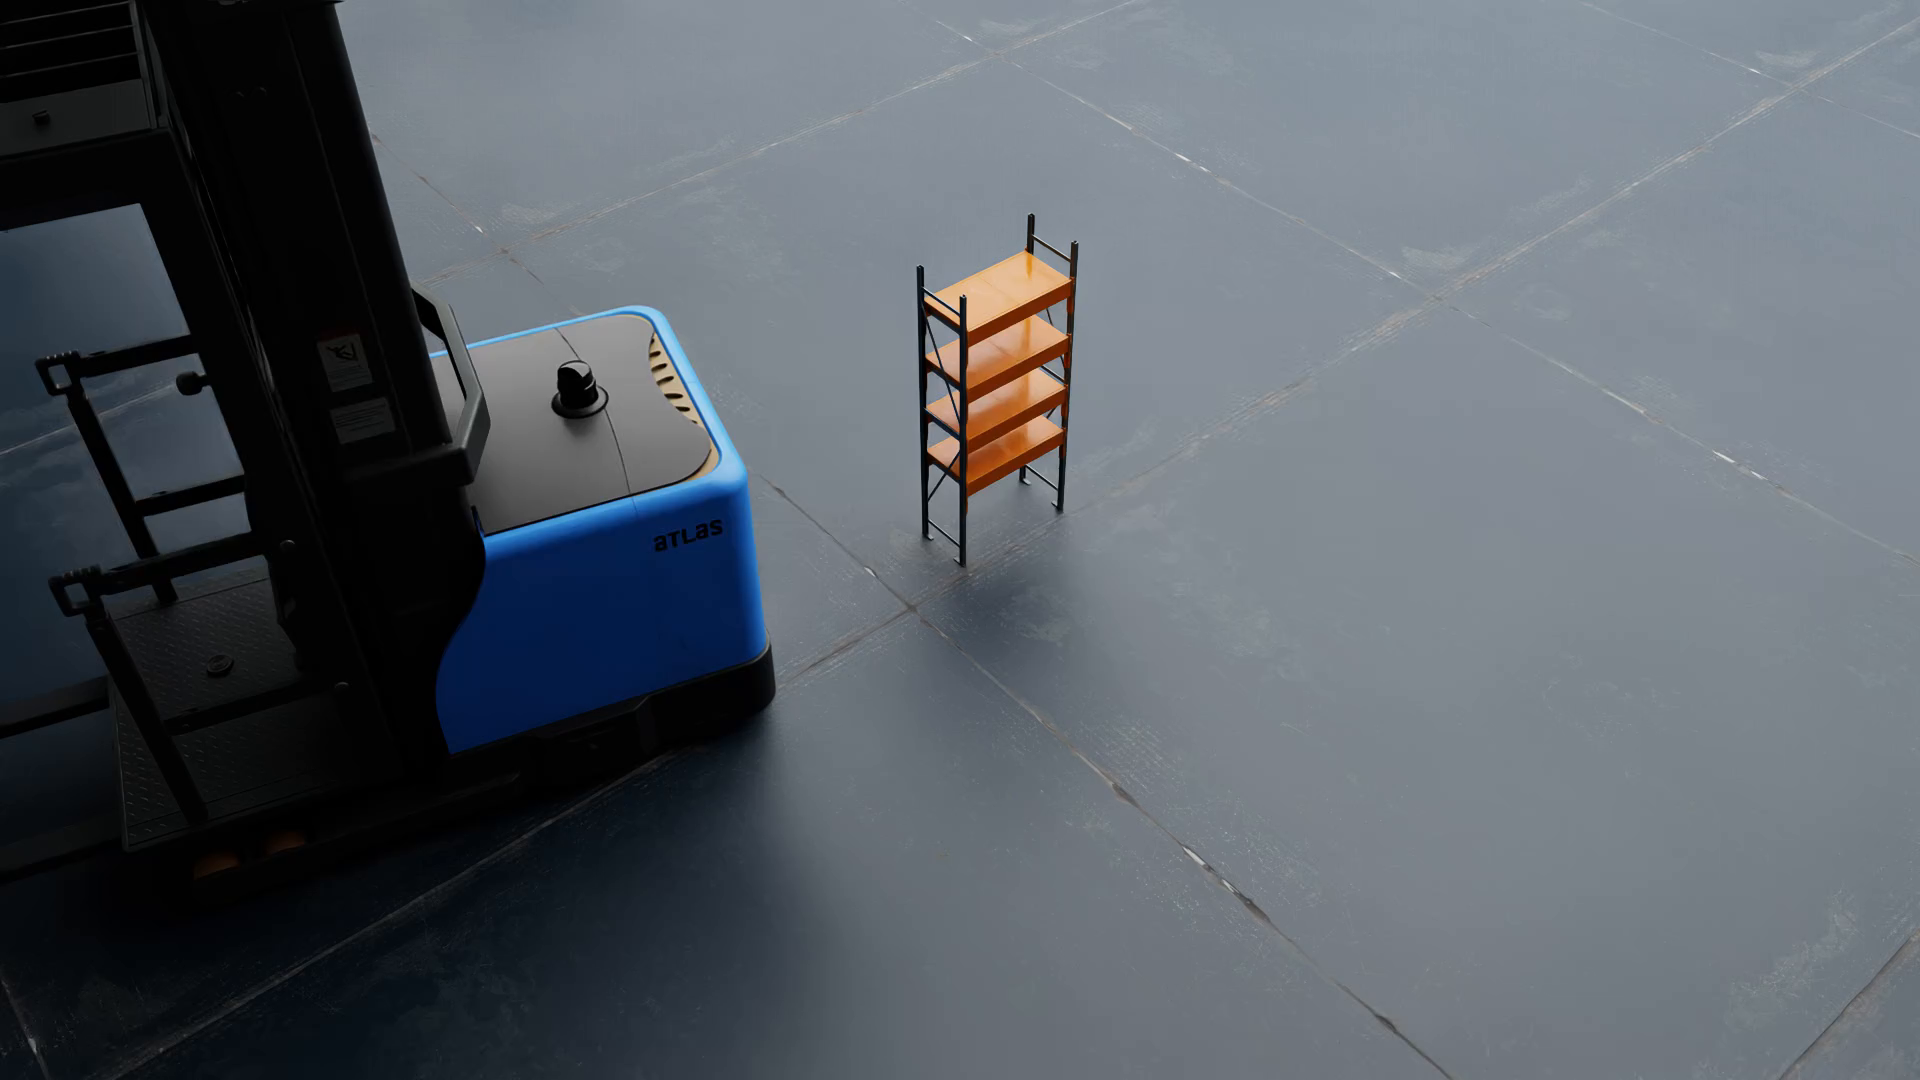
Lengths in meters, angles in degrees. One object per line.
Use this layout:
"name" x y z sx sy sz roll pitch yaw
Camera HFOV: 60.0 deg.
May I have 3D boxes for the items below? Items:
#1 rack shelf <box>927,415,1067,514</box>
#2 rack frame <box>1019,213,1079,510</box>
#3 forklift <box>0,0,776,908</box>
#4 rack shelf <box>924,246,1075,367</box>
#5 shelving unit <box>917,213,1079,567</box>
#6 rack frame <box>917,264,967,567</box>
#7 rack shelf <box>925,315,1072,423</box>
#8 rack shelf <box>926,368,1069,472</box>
"rack shelf" 0.127 -0.316 6.099 0.480 0.148 0.258 -30 51 -28
"rack frame" 0.314 -0.617 6.031 0.015 1.200 0.240 -30 51 -28
"forklift" -2.184 -0.378 4.511 3.031 2.935 1.130 -17 46 -17
"rack shelf" 0.127 -0.796 5.648 0.480 0.148 0.258 -30 51 -28
"shelving unit" 0.127 -0.510 5.917 0.503 1.200 0.258 -30 51 -28
"rack frame" -0.060 -0.403 5.803 0.015 1.200 0.240 -30 51 -28
"rack shelf" 0.127 -0.624 5.810 0.480 0.148 0.258 -30 51 -28
"rack shelf" 0.127 -0.461 5.963 0.480 0.148 0.258 -30 51 -28
